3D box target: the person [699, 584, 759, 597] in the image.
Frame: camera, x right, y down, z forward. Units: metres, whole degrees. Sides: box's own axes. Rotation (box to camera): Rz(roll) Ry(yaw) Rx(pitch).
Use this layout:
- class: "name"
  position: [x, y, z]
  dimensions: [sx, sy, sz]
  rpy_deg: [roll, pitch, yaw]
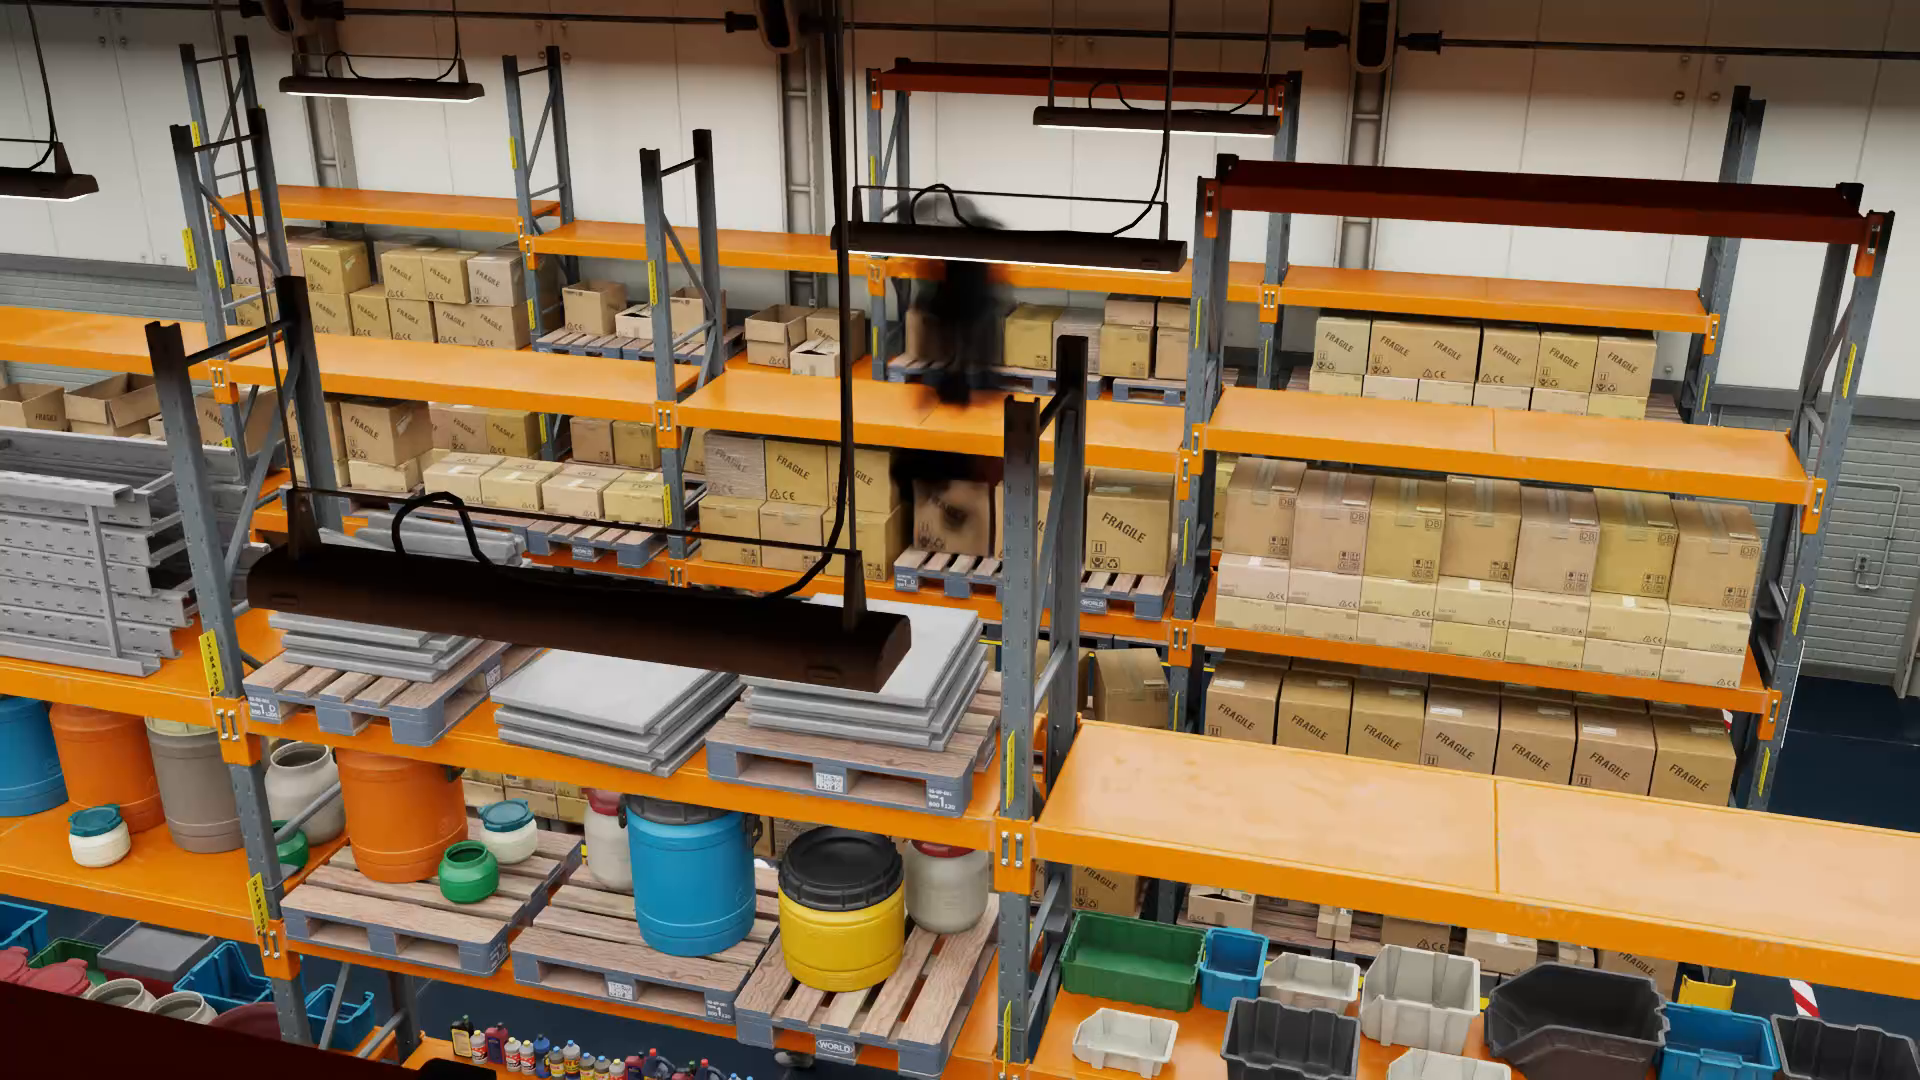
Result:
- class: "person"
  position: [-2.198, 0.788, 16.568]
  dimensions: [0.834, 1.831, 0.588]
  rpy_deg: [3, 23, 7]

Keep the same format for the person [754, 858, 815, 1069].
- class: "person"
  position: [-1.194, 2.945, 11.518]
  dimensions: [0.739, 1.705, 0.574]
  rpy_deg: [5, 23, 12]
